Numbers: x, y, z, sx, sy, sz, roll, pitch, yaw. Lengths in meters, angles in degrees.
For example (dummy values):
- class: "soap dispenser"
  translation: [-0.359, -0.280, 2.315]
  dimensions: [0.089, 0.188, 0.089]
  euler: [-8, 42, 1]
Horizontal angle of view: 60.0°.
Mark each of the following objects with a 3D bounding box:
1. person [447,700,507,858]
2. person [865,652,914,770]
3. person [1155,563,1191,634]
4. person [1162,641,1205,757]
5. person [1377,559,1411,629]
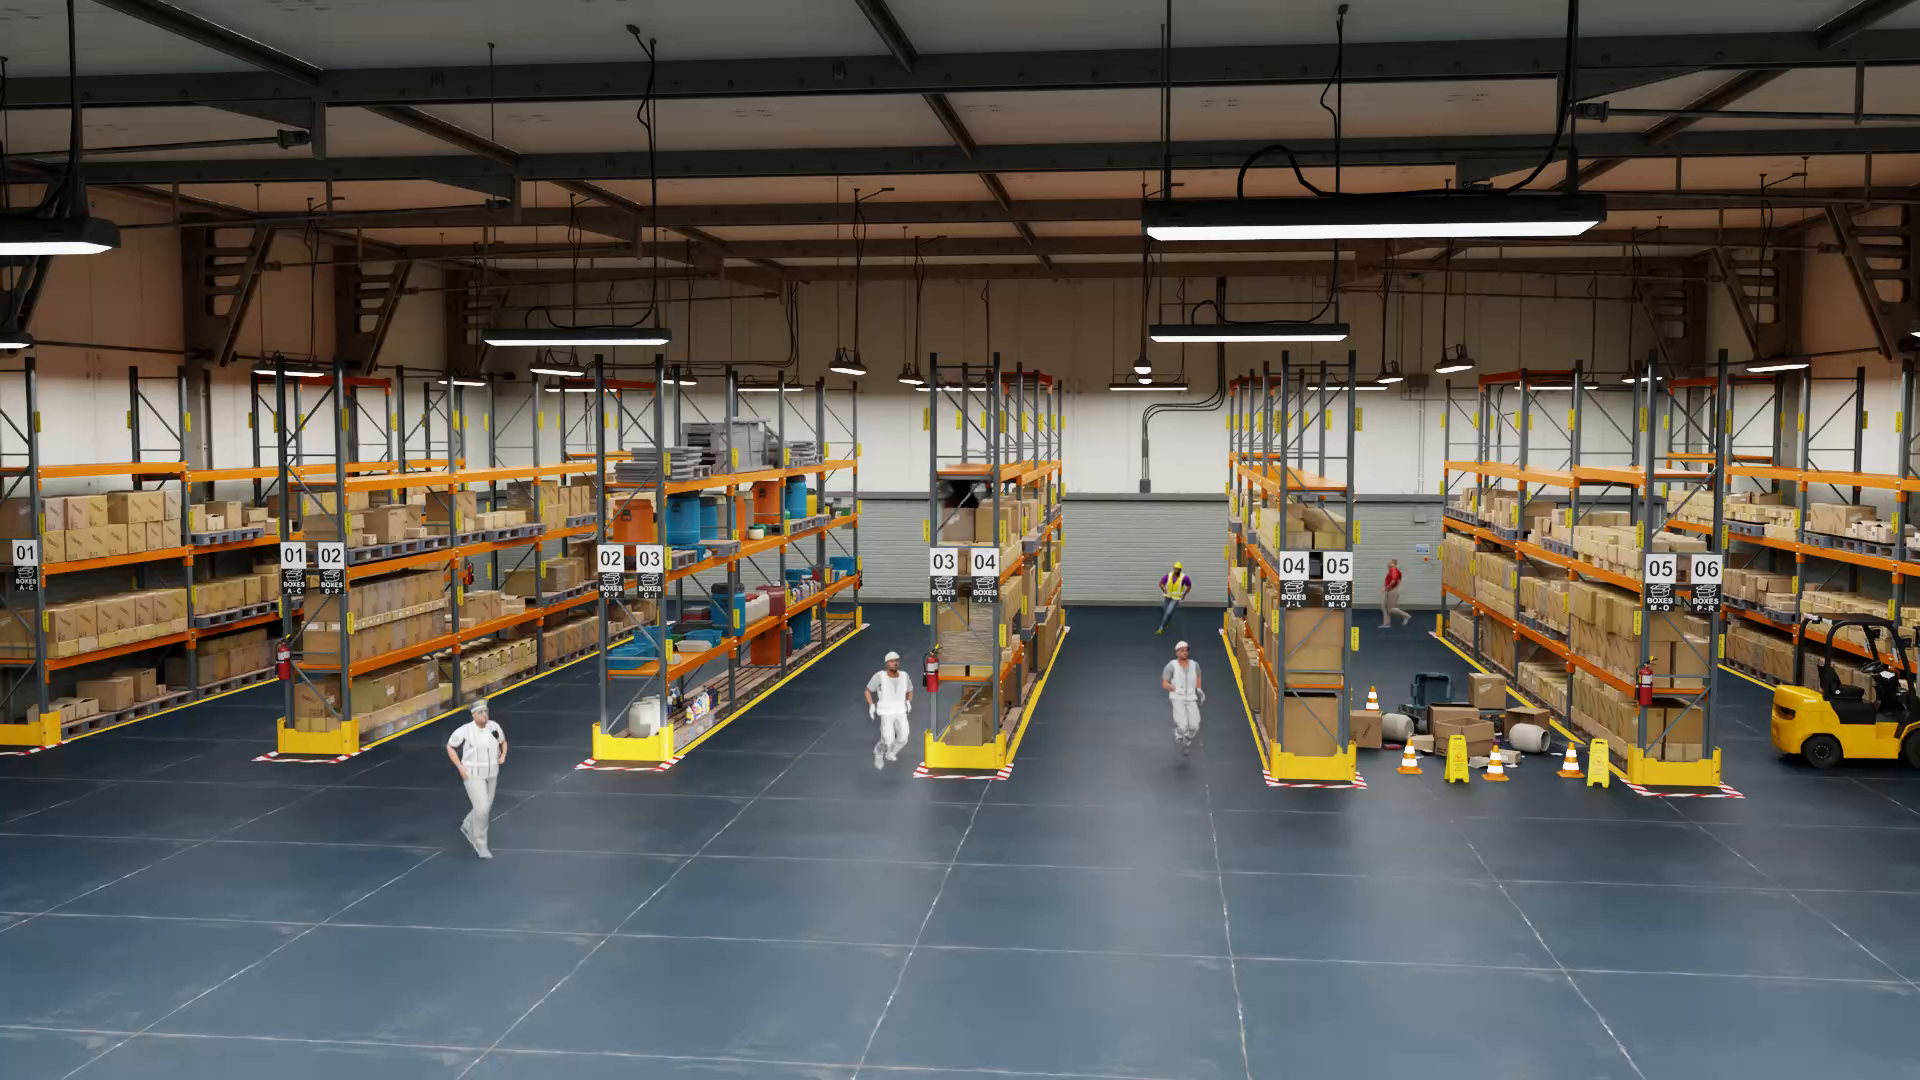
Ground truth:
- class: "person"
  translation: [-5.611, 2.760, 19.403]
  dimensions: [0.745, 1.858, 0.688]
  euler: [4, 5, 41]
- class: "person"
  translation: [-0.938, 2.401, 23.191]
  dimensions: [0.688, 1.680, 0.632]
  euler: [-2, 4, -22]
- class: "person"
  translation: [5.083, 1.367, 39.429]
  dimensions: [0.738, 1.693, 0.953]
  euler: [2, 5, 26]
- class: "person"
  translation: [3.257, 2.322, 24.120]
  dimensions: [0.642, 1.705, 0.585]
  euler: [-1, 4, -9]
- class: "person"
  translation: [10.540, 1.310, 40.293]
  dimensions: [0.811, 1.713, 0.690]
  euler: [1, 4, 19]
